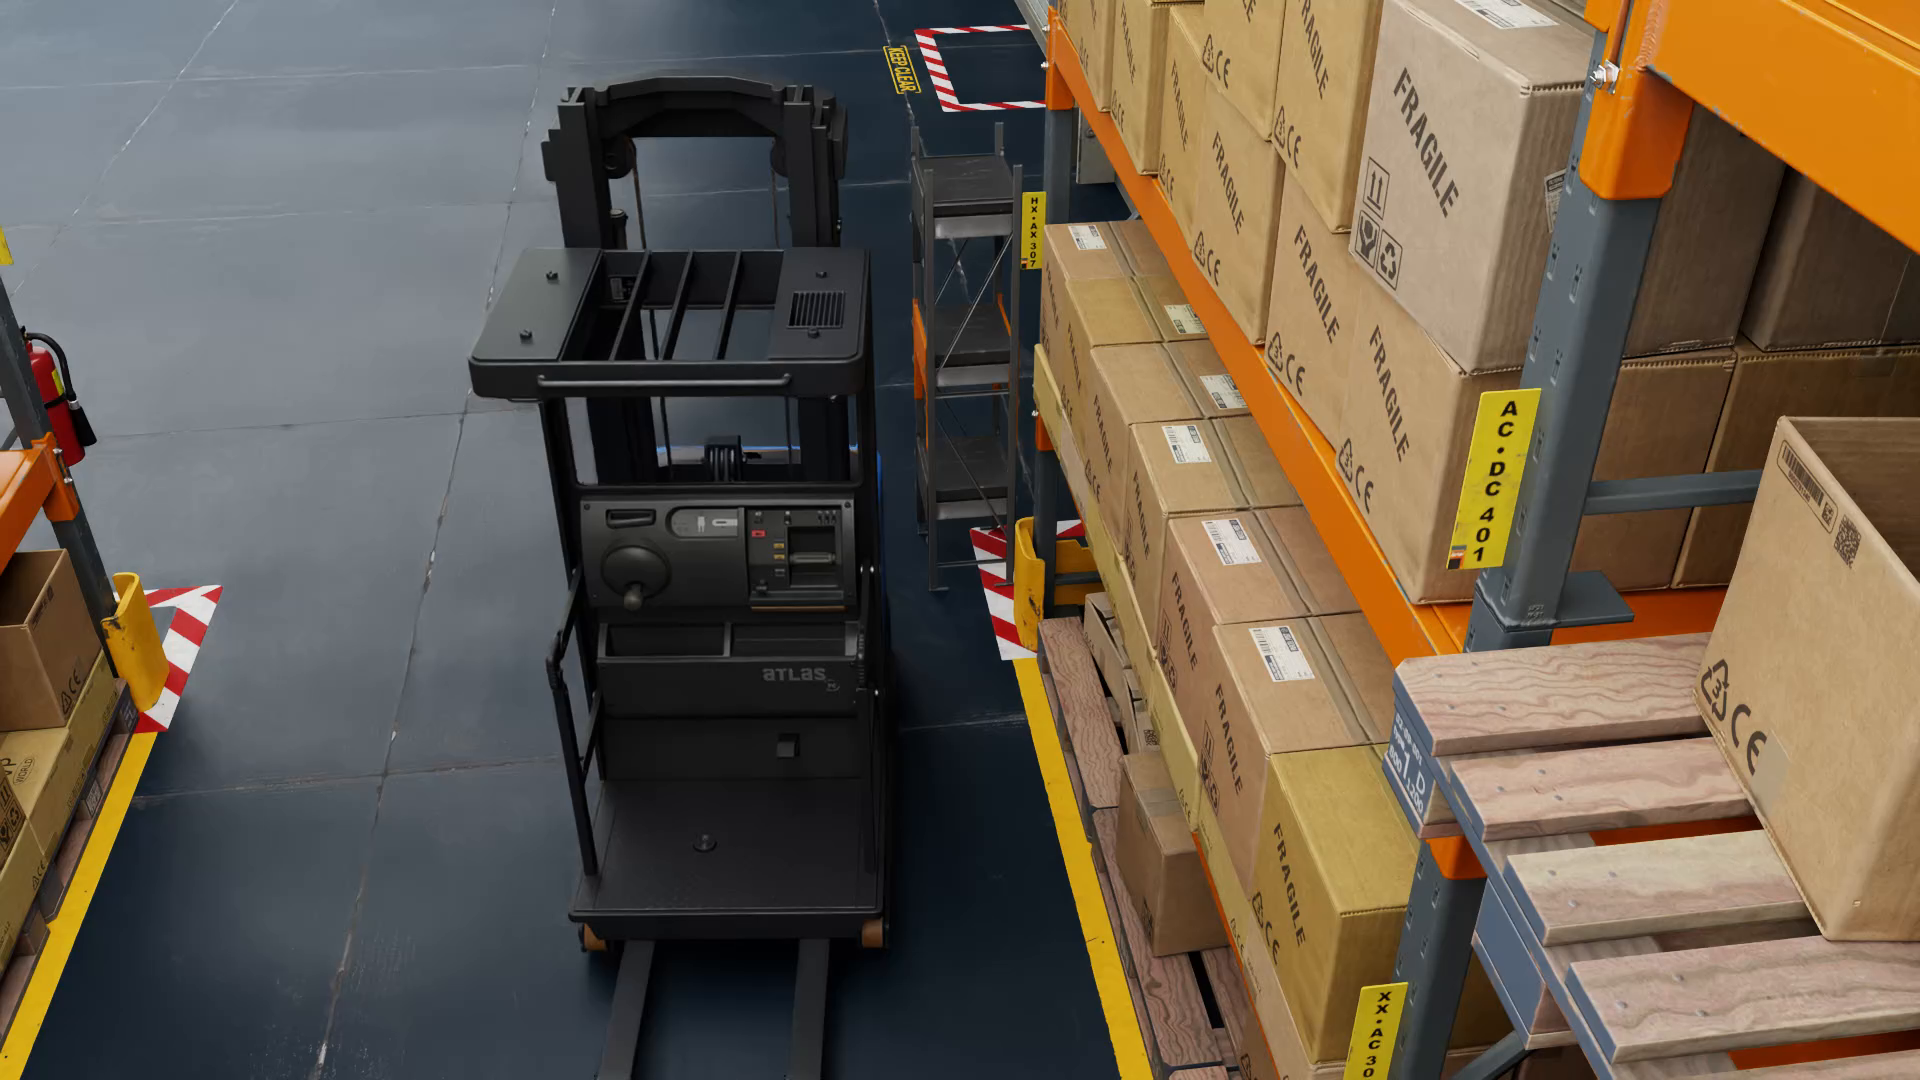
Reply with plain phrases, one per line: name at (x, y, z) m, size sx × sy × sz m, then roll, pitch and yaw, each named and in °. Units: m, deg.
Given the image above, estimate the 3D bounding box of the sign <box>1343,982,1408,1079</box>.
sign at (0.834, 1.005, 3.343) m, size 0.100 × 0.325 × 0.005 m, roll -4°, pitch 35°, yaw -6°

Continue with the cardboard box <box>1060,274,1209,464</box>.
cardboard box at (0.656, -0.605, 5.924) m, size 0.500 × 0.500 × 0.500 m, roll -4°, pitch 35°, yaw -6°

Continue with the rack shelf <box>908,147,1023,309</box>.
rack shelf at (0.022, -1.343, 7.137) m, size 0.431 × 0.518 × 0.480 m, roll -4°, pitch 35°, yaw -6°

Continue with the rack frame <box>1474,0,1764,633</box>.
rack frame at (1.371, -1.162, 1.964) m, size 1.000 × 3.000 × 0.127 m, roll -4°, pitch 35°, yaw -6°

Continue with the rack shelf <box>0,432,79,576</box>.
rack shelf at (-3.806, 0.876, 4.940) m, size 1.077 × 0.370 × 4.000 m, roll -4°, pitch 35°, yaw -6°

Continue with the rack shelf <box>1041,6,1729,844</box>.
rack shelf at (1.102, -0.741, 4.649) m, size 1.077 × 0.370 × 4.000 m, roll -4°, pitch 35°, yaw -6°

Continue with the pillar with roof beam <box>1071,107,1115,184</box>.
pillar with roof beam at (-3.288, -6.091, 9.197) m, size 9.100 × 9.000 × 0.400 m, roll -4°, pitch 35°, yaw -6°

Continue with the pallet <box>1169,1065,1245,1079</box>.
pallet at (1.246, 2.098, 4.984) m, size 1.003 × 0.211 × 1.213 m, roll -4°, pitch 35°, yaw -6°

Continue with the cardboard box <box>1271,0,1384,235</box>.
cardboard box at (0.950, -0.951, 3.323) m, size 0.500 × 0.500 × 0.500 m, roll -3°, pitch 34°, yaw -4°

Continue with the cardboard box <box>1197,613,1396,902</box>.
cardboard box at (0.928, 0.543, 4.239) m, size 0.500 × 0.500 × 0.500 m, roll -5°, pitch 35°, yaw -7°

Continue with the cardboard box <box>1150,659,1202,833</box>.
cardboard box at (0.865, 0.572, 4.863) m, size 0.500 × 0.250 × 0.500 m, roll -5°, pitch 35°, yaw -7°

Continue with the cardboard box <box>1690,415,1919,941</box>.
cardboard box at (1.365, 0.174, 2.205) m, size 0.500 × 0.500 × 0.500 m, roll 0°, pitch 34°, yaw 0°

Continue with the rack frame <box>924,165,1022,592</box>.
rack frame at (0.055, -0.639, 7.323) m, size 0.400 × 2.100 × 0.015 m, roll -4°, pitch 35°, yaw -6°

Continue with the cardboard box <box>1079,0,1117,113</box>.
cardboard box at (0.667, -1.696, 5.305) m, size 0.500 × 0.500 × 0.500 m, roll -2°, pitch 34°, yaw -3°

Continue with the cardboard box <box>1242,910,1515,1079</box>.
cardboard box at (1.007, 1.130, 4.044) m, size 0.500 × 0.250 × 0.500 m, roll -4°, pitch 35°, yaw -6°

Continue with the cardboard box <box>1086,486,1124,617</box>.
cardboard box at (0.731, 0.009, 5.689) m, size 0.500 × 0.250 × 0.500 m, roll -5°, pitch 35°, yaw -7°

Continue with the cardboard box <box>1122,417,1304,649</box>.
cardboard box at (0.800, -0.029, 5.079) m, size 0.500 × 0.500 × 0.500 m, roll -3°, pitch 34°, yaw -5°

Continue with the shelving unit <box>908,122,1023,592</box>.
shelving unit at (0.022, -0.775, 7.523) m, size 0.431 × 2.100 × 0.503 m, roll -4°, pitch 35°, yaw -6°

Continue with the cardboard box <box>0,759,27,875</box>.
cardboard box at (-3.559, 0.949, 5.597) m, size 0.500 × 0.500 × 0.500 m, roll -4°, pitch 35°, yaw -6°

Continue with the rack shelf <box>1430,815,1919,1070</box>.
rack shelf at (1.640, 1.491, 1.373) m, size 1.077 × 0.370 × 4.000 m, roll -4°, pitch 35°, yaw -6°

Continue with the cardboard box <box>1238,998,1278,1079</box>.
cardboard box at (1.192, 1.592, 5.079) m, size 0.500 × 0.500 × 0.500 m, roll -7°, pitch 35°, yaw -10°

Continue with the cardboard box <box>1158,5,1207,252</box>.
cardboard box at (0.834, -1.109, 4.444) m, size 0.500 × 0.500 × 0.500 m, roll -2°, pitch 34°, yaw -3°

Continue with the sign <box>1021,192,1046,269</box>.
sign at (0.295, -1.231, 6.624) m, size 0.100 × 0.325 × 0.005 m, roll -4°, pitch 35°, yaw -6°

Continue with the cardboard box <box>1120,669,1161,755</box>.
cardboard box at (0.914, 0.726, 6.518) m, size 0.500 × 0.311 × 0.500 m, roll -2°, pitch 34°, yaw -2°

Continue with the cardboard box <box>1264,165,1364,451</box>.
cardboard box at (1.003, -0.518, 3.576) m, size 0.500 × 0.500 × 0.500 m, roll -7°, pitch 35°, yaw -10°

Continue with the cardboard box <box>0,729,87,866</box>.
cardboard box at (-3.631, 0.980, 6.217) m, size 0.500 × 0.250 × 0.500 m, roll -4°, pitch 35°, yaw -6°

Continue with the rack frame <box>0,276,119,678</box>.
rack frame at (-4.075, -0.537, 6.375) m, size 1.000 × 3.000 × 0.127 m, roll -4°, pitch 35°, yaw -6°

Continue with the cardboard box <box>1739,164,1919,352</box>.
cardboard box at (1.588, -0.680, 2.926) m, size 0.500 × 0.500 × 0.500 m, roll -4°, pitch 34°, yaw -5°

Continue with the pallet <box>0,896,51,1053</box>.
pallet at (-3.770, 1.718, 5.542) m, size 1.003 × 0.211 × 1.213 m, roll -4°, pitch 35°, yaw -6°

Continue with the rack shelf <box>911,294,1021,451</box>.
rack shelf at (0.022, -0.764, 7.531) m, size 0.431 × 0.518 × 0.480 m, roll -4°, pitch 35°, yaw -6°

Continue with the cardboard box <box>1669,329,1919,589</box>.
cardboard box at (1.555, -0.264, 3.204) m, size 0.500 × 0.500 × 0.500 m, roll -3°, pitch 34°, yaw -5°

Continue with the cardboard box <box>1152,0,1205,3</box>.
cardboard box at (0.742, -1.815, 4.591) m, size 0.500 × 0.500 × 0.500 m, roll -3°, pitch 34°, yaw -5°

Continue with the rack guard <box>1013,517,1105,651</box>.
rack guard at (0.843, 0.161, 7.570) m, size 1.175 × 0.500 × 0.348 m, roll -4°, pitch 35°, yaw -6°

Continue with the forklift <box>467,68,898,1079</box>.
forklift at (-0.816, 0.104, 5.495) m, size 1.130 × 2.935 × 3.031 m, roll 0°, pitch 34°, yaw -1°

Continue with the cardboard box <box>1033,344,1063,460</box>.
cardboard box at (0.584, -0.565, 6.530) m, size 0.500 × 0.250 × 0.500 m, roll -5°, pitch 35°, yaw -8°

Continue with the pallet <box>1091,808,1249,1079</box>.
pallet at (1.078, 1.415, 5.986) m, size 1.003 × 0.211 × 1.213 m, roll -4°, pitch 35°, yaw -6°
